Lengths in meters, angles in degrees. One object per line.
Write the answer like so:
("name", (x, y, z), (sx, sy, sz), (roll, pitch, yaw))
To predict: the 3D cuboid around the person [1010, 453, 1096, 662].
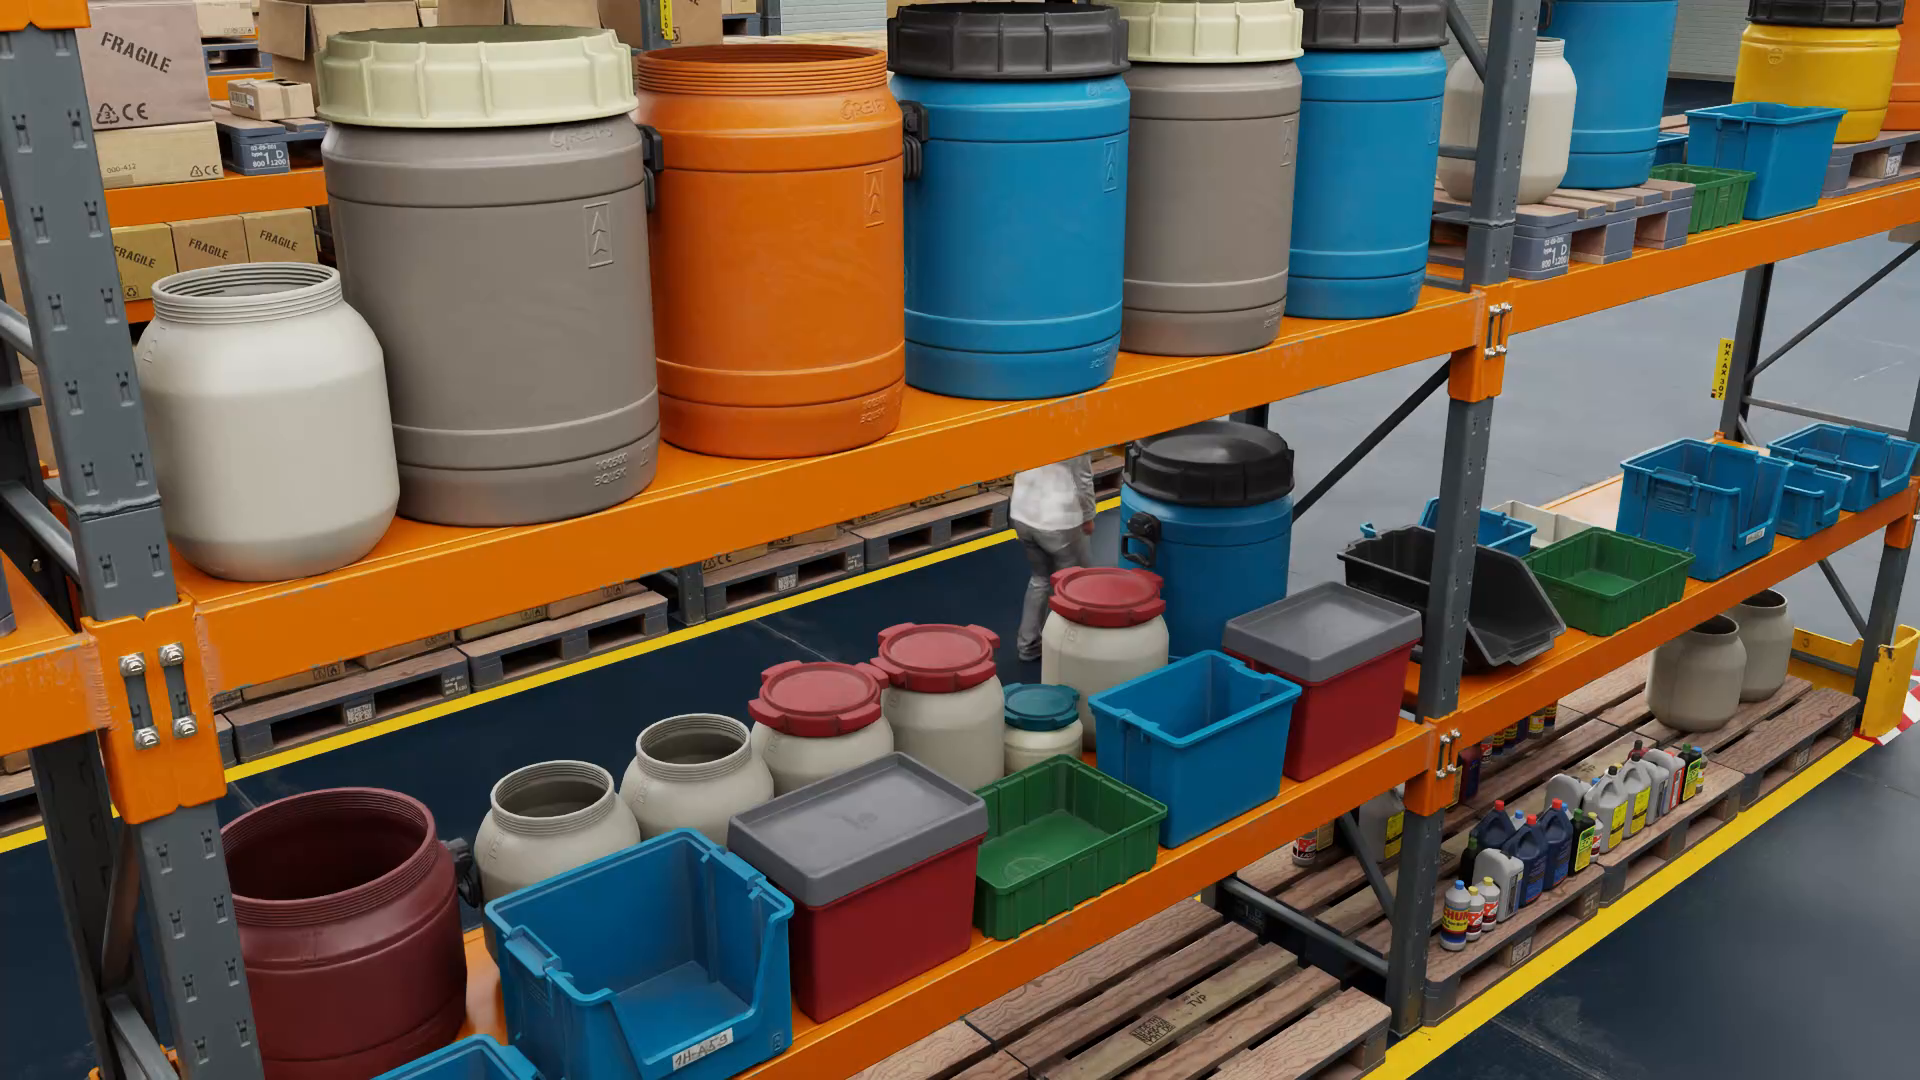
("person", (0.507, -0.133, 8.970), (0.457, 1.729, 0.556), (-16, 26, -36))
